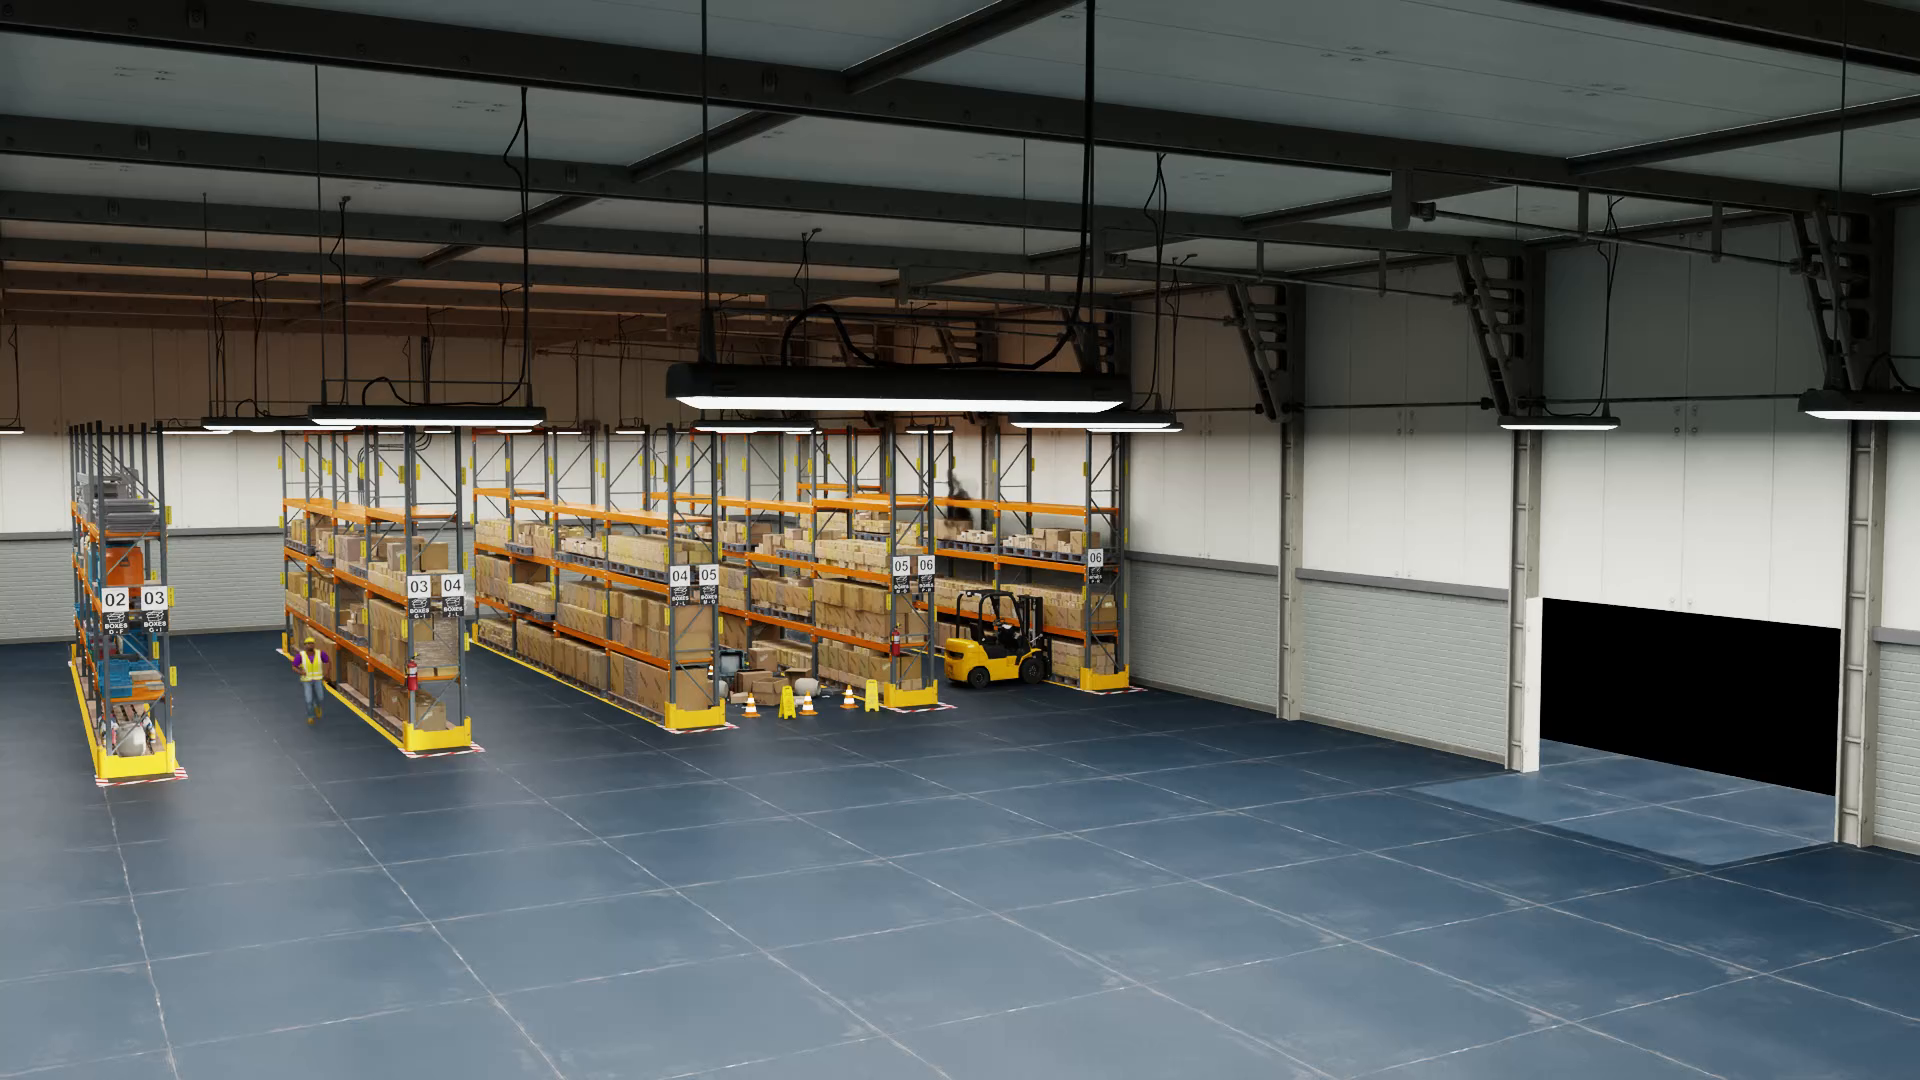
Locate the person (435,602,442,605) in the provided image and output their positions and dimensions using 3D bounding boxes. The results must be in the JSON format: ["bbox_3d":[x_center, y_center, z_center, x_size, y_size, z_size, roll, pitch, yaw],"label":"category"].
[{"bbox_3d":[-14.839,2.060,46.695,0.698,1.655,0.703,1,4,15],"label":"person"}]

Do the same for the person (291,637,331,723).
[{"bbox_3d":[-12.921,2.802,33.162,0.756,1.730,0.558,-2,4,-28],"label":"person"}]
